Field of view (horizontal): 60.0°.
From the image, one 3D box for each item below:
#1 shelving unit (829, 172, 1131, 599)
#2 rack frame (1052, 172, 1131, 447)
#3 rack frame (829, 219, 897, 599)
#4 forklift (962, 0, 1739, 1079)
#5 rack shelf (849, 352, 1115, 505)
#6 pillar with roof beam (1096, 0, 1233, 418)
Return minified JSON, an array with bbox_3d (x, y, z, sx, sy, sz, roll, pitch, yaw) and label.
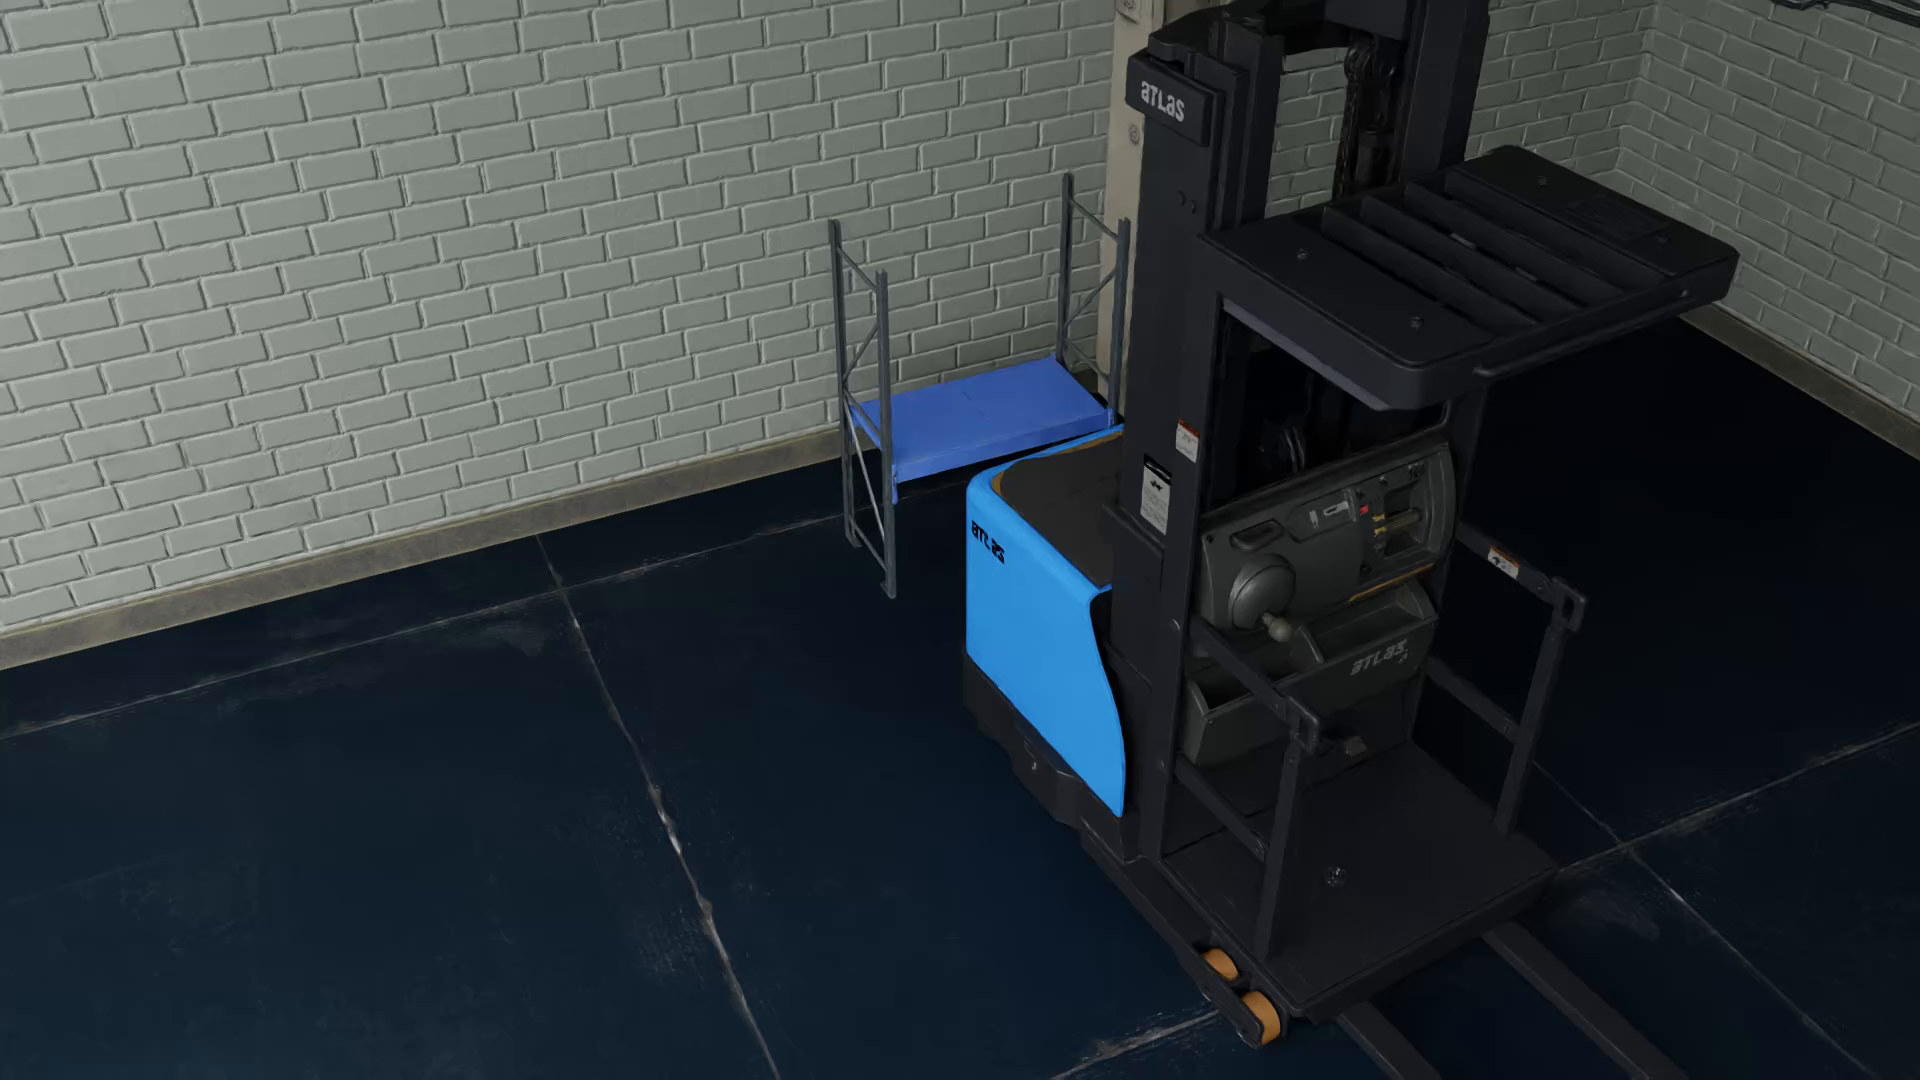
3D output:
[{"bbox_3d":[0.077,-0.624,6.832,1.048,1.500,0.538,-16,39,-20],"label":"shelving unit"},{"bbox_3d":[0.537,-0.753,7.006,0.032,1.500,0.500,-16,39,-20],"label":"rack frame"},{"bbox_3d":[-0.383,-0.495,6.659,0.032,1.500,0.500,-16,39,-20],"label":"rack frame"},{"bbox_3d":[1.195,0.067,4.700,1.130,2.935,3.031,-20,41,-24],"label":"forklift"},{"bbox_3d":[0.077,-0.480,6.939,1.000,0.185,0.538,-16,39,-20],"label":"rack shelf"},{"bbox_3d":[2.739,-2.014,2.411,0.400,9.000,9.100,-16,39,-20],"label":"pillar with roof beam"}]
